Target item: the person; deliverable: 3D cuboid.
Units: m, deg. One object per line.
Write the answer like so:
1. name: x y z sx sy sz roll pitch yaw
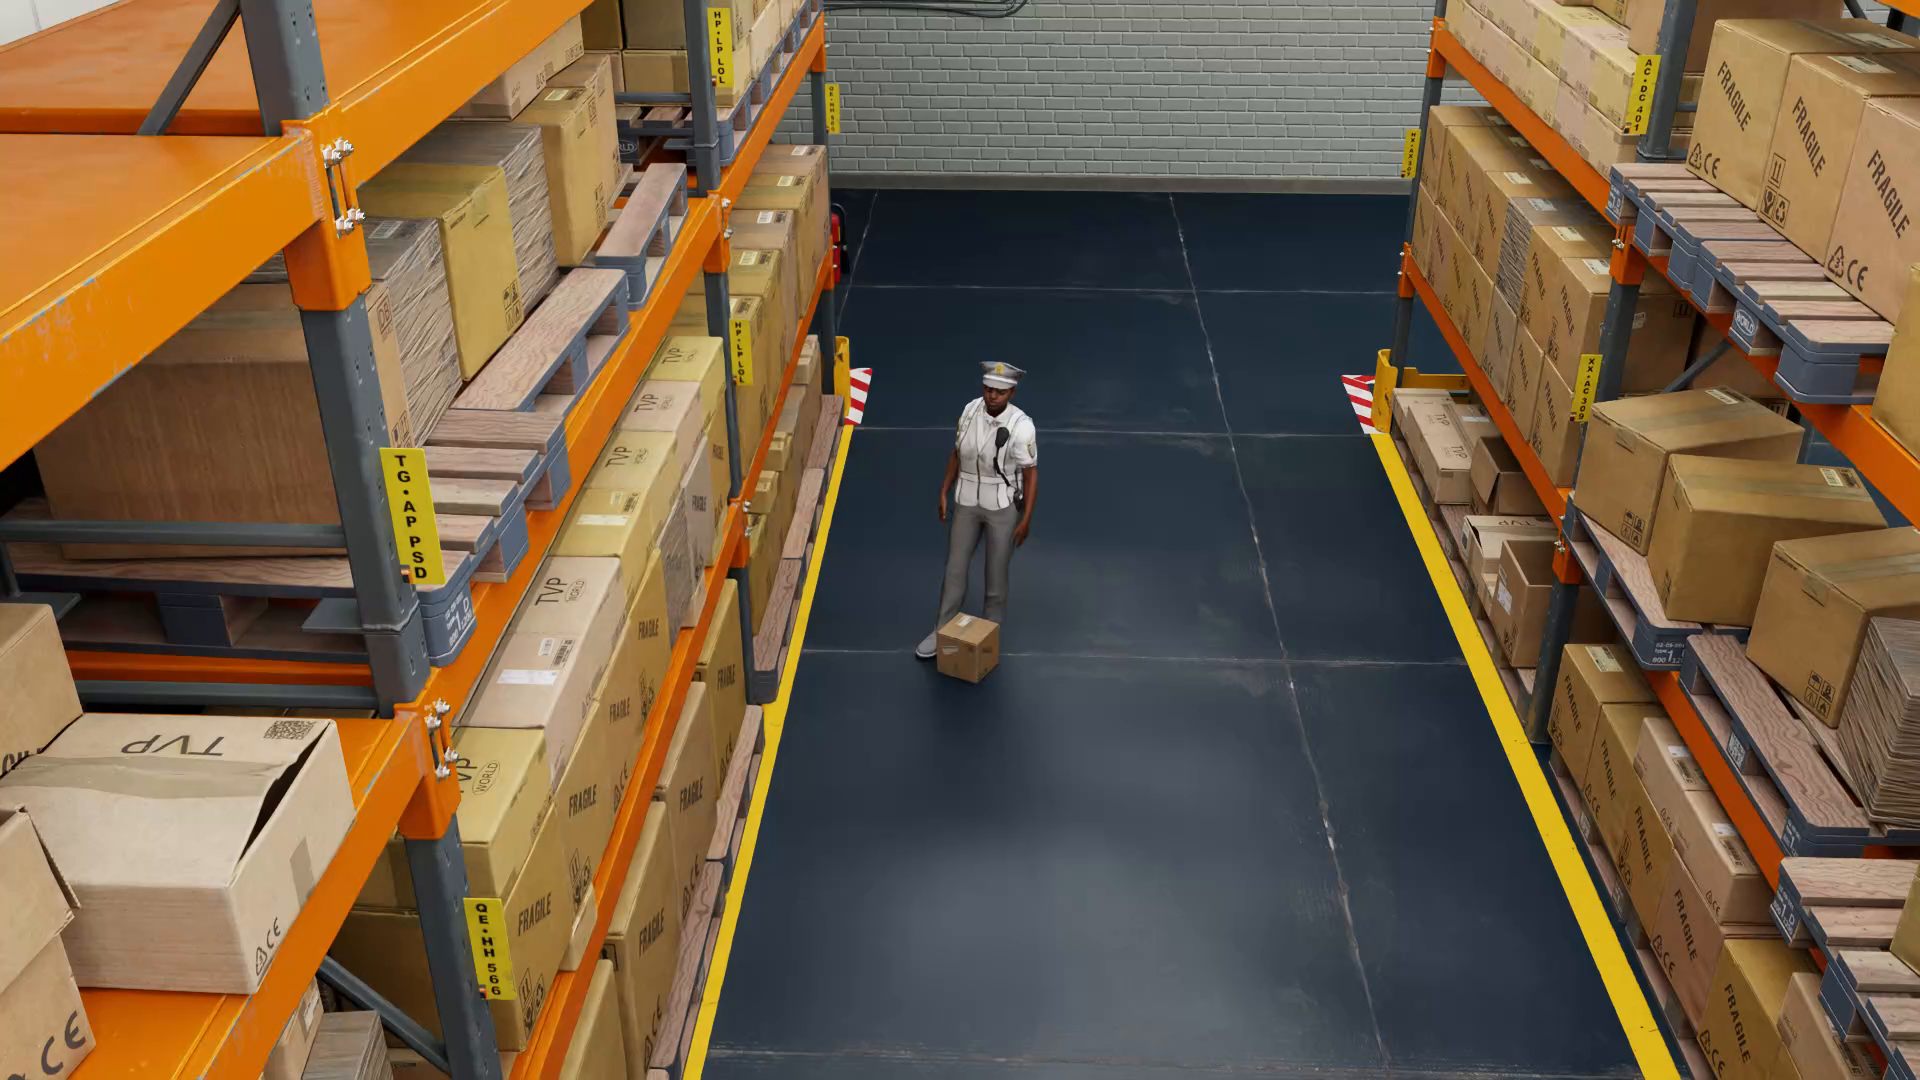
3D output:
1. person: 0.106 -0.153 8.852 0.570 1.695 0.529 14 31 24
